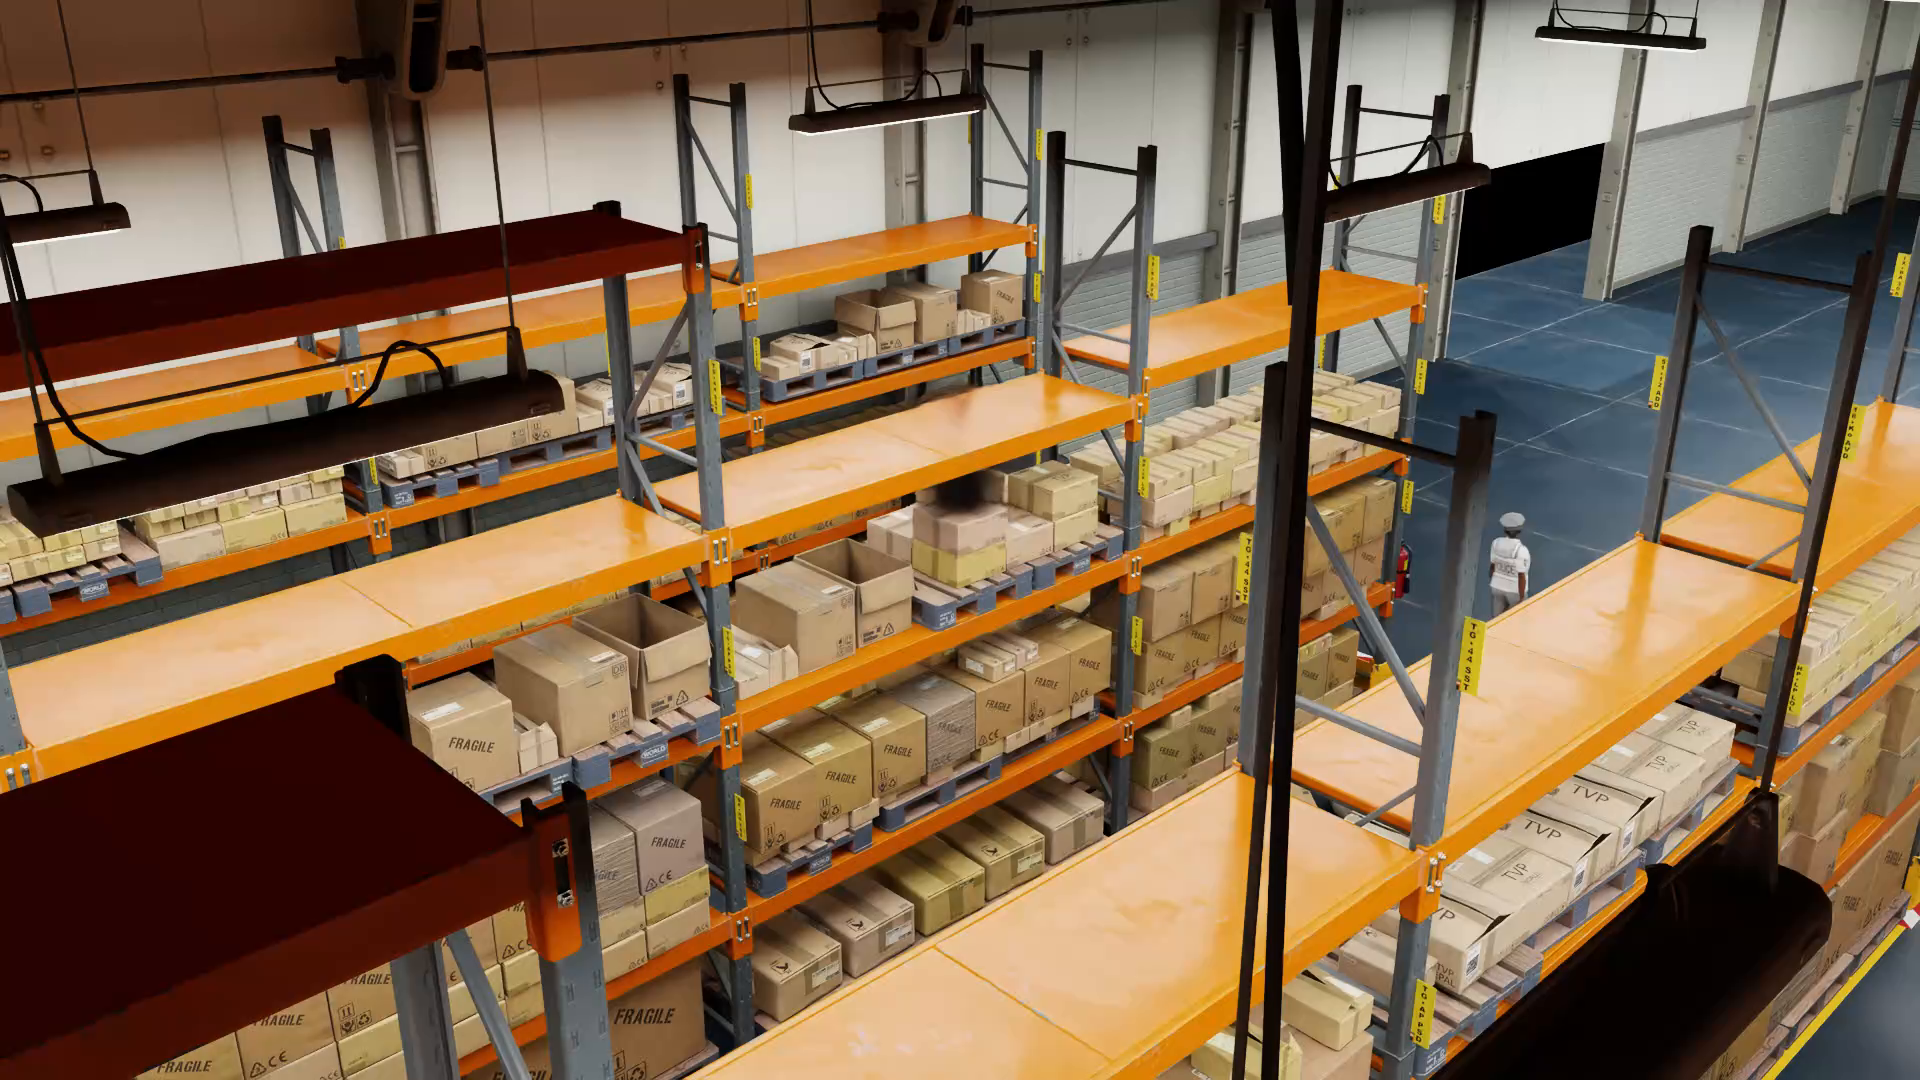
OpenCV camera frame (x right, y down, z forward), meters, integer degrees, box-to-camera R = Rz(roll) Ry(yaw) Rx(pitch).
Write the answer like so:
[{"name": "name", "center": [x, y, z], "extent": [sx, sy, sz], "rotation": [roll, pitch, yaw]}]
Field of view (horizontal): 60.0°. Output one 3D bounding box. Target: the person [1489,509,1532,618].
[{"name": "person", "center": [5.762, 0.516, 17.409], "extent": [0.560, 1.648, 0.452], "rotation": [19, 29, 39]}]
